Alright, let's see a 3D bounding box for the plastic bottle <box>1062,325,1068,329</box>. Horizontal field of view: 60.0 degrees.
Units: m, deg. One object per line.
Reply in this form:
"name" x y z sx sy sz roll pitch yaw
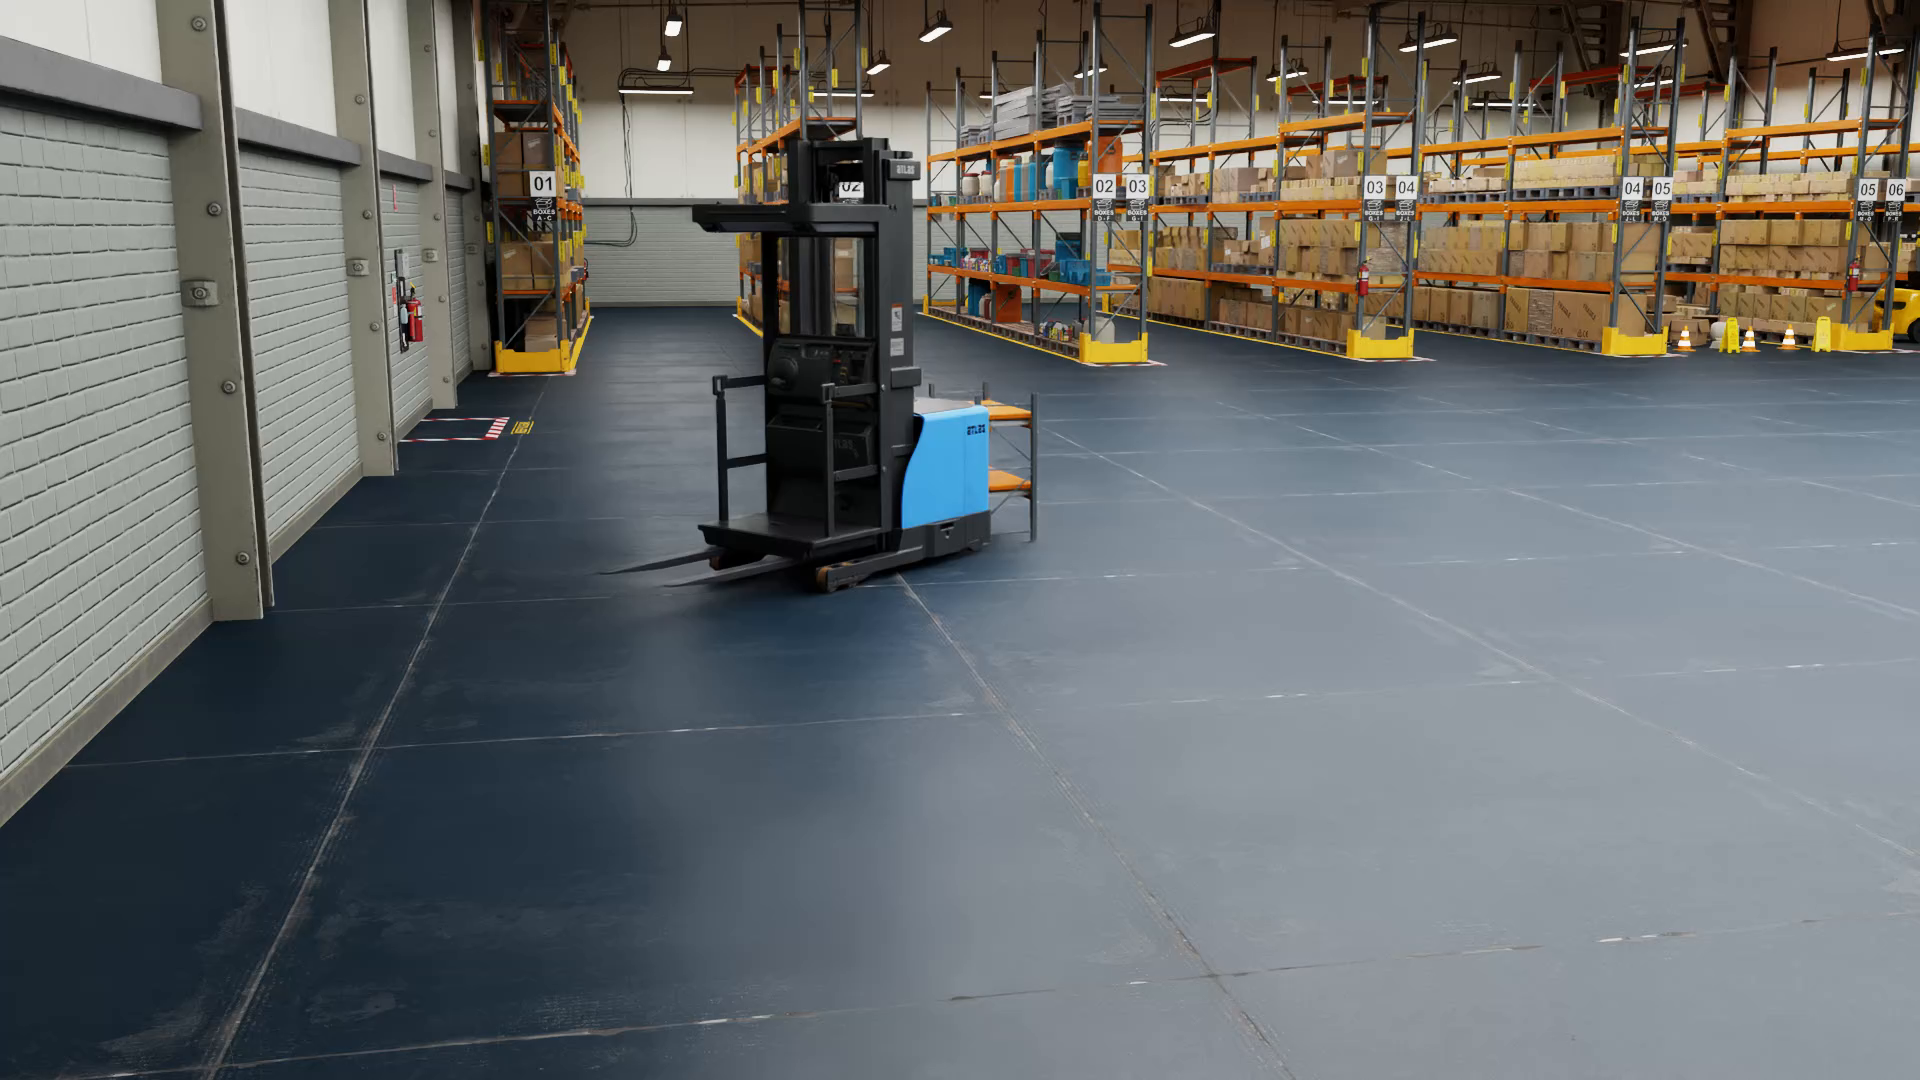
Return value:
"plastic bottle" 1.974 -3.933 31.444 0.152 0.276 0.135 -2 11 -11

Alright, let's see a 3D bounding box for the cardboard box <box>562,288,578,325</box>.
"cardboard box" -8.546 -4.984 35.483 0.750 0.750 0.750 -2 11 -12

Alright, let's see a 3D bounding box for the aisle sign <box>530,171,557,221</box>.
"aisle sign" -6.668 -5.501 26.624 0.394 0.787 0.004 -2 11 -11

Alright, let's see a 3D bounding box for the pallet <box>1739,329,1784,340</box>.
"pallet" 16.709 -4.369 35.086 1.003 0.211 1.213 -2 11 -11

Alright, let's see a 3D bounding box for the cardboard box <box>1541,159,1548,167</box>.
"cardboard box" 11.645 -7.393 32.645 0.380 0.149 0.250 -2 11 -10

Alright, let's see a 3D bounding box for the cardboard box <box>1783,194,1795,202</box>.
"cardboard box" 16.635 -6.813 33.117 0.380 0.149 0.250 -2 11 -12

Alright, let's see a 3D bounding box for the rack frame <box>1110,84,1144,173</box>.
"rack frame" 4.489 -10.648 44.575 1.000 3.000 0.127 -2 11 -11

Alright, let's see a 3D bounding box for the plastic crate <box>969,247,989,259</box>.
"plastic crate" 0.481 -7.021 41.232 0.402 0.464 0.583 -2 11 -11

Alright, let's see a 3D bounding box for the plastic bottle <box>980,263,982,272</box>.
"plastic bottle" 0.507 -6.204 37.801 0.097 0.201 0.097 0 11 0

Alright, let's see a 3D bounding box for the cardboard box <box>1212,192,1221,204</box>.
"cardboard box" 5.886 -7.538 36.659 0.500 0.250 0.500 -2 11 -10

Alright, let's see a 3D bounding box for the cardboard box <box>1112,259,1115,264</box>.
"cardboard box" 4.285 -7.454 44.507 0.380 0.149 0.250 -2 11 -12

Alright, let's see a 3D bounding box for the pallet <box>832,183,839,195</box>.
"pallet" -2.230 -5.968 28.243 1.003 0.211 1.213 -2 11 -11

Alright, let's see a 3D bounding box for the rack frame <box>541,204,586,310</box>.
"rack frame" -10.088 -7.161 42.297 1.000 3.000 0.127 -2 11 -11

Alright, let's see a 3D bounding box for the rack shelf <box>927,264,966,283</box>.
"rack shelf" 0.019 -6.801 42.330 1.077 0.370 4.000 -2 11 -11

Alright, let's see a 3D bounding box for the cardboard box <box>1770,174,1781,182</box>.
"cardboard box" 16.591 -7.296 33.524 0.380 0.149 0.250 -2 11 -12

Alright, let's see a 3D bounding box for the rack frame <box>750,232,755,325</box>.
"rack frame" -4.451 -6.608 39.392 1.000 3.000 0.127 -2 11 -11

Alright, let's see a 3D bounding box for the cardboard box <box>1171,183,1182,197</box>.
"cardboard box" 5.392 -8.399 39.896 0.500 0.311 0.500 -3 11 -13

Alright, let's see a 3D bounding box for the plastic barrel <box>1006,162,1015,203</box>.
"plastic barrel" 1.260 -7.460 34.697 0.600 0.830 0.708 -2 11 -11

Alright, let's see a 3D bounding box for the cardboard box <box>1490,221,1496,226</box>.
"cardboard box" 14.429 -8.469 44.491 0.380 0.149 0.250 -2 11 -12

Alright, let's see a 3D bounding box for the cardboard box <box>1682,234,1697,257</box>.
"cardboard box" 16.131 -6.430 36.269 0.500 0.500 0.500 -2 11 -11

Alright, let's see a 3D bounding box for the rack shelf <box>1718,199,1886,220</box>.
"rack shelf" 16.932 -6.614 33.326 1.077 0.370 4.000 -2 11 -11

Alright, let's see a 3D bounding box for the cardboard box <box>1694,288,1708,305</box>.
"cardboard box" 19.729 -6.391 43.812 0.500 0.500 0.500 -2 11 -9

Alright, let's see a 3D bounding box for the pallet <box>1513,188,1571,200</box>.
"pallet" 11.856 -6.942 33.360 1.003 0.211 1.213 -2 11 -11

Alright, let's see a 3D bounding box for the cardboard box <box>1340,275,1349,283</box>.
"cardboard box" 7.195 -4.778 30.449 0.380 0.149 0.250 -2 11 -11

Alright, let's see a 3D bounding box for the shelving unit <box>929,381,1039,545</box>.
"shelving unit" 0.169 -0.619 12.941 0.538 1.125 1.048 -4 11 -20

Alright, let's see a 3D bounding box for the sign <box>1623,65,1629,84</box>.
"sign" 11.950 -8.356 29.823 0.100 0.325 0.005 -2 11 -11

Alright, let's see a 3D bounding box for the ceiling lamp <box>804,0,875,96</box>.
"ceiling lamp" -3.297 -13.739 45.201 2.000 3.185 0.800 -2 11 -11

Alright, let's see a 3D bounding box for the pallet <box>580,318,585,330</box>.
"pallet" -9.086 -4.919 37.974 1.003 0.211 1.213 -2 11 -11

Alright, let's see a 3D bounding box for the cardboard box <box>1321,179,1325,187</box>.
"cardboard box" 6.987 -6.693 31.151 0.380 0.149 0.250 -3 11 -14

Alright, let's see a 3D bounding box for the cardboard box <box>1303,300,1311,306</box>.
"cardboard box" 9.396 -6.328 44.421 0.380 0.149 0.250 -3 11 -14

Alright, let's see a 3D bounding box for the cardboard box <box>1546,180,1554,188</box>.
"cardboard box" 11.694 -6.955 32.475 0.380 0.149 0.250 -2 11 -11

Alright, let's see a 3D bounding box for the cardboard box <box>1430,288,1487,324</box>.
"cardboard box" 11.133 -5.222 37.003 1.050 0.750 0.750 -2 11 -10

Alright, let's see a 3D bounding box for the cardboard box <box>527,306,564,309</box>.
"cardboard box" -8.354 -4.453 33.578 0.700 0.500 0.500 -2 11 -11

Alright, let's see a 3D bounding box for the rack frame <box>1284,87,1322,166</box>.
"rack frame" 9.373 -10.810 45.425 1.000 3.000 0.127 -2 11 -11

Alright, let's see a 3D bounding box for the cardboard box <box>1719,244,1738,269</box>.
"cardboard box" 16.355 -5.965 34.952 0.500 0.500 0.500 -2 11 -11

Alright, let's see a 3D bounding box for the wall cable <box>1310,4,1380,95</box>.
"wall cable" 11.799 -15.245 51.076 2.355 3.000 0.029 -2 11 -11

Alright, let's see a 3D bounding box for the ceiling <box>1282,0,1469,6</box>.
"ceiling" 13.243 -15.908 48.143 6.000 0.001 6.000 -2 11 -11

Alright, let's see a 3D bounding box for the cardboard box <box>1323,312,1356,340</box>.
"cardboard box" 7.242 -4.084 31.694 0.500 0.500 0.500 -1 11 -6

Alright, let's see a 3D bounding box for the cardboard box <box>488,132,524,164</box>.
"cardboard box" -7.316 -6.320 26.859 0.500 0.500 0.500 -2 11 -8

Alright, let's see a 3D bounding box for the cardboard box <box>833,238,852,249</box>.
"cardboard box" -2.206 -5.189 28.202 0.700 0.500 0.500 -2 11 -11

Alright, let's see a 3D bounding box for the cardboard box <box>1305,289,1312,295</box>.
"cardboard box" 9.417 -6.612 44.324 0.380 0.149 0.250 -2 11 -10

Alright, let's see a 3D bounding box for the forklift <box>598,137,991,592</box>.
"forklift" -1.079 -1.203 11.177 1.130 2.935 3.031 8 14 37

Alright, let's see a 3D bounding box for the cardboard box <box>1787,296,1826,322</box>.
"cardboard box" 16.805 -4.584 32.984 0.500 0.500 0.500 -2 11 -9

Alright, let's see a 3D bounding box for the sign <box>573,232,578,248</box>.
"sign" -8.001 -6.245 34.600 0.100 0.325 0.005 -2 11 -11

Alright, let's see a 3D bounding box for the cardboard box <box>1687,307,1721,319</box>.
"cardboard box" 16.439 -4.872 36.177 0.950 0.372 0.625 -2 11 -10

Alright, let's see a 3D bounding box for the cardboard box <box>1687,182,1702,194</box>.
"cardboard box" 16.194 -7.662 36.184 0.500 0.250 0.500 -2 11 -10

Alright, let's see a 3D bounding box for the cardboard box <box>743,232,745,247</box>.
"cardboard box" -5.100 -7.510 41.191 0.500 0.500 0.500 -2 11 -12

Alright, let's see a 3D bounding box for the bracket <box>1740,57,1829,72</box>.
"bracket" 20.841 -11.820 41.106 0.076 0.066 4.783 -2 11 -11

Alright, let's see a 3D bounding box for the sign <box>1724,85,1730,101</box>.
"sign" 16.000 -9.323 34.691 0.100 0.325 0.005 -2 11 -11

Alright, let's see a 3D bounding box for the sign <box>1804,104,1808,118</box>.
"sign" 20.103 -10.199 39.504 0.100 0.325 0.005 -2 11 -11

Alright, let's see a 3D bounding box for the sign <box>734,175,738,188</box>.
"sign" -5.762 -9.225 42.781 0.100 0.325 0.005 -2 11 -11

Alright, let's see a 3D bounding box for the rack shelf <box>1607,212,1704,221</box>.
"rack shelf" 19.466 -8.996 45.841 1.077 0.370 4.000 -2 11 -11

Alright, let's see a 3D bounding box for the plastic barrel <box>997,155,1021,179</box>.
"plastic barrel" 1.079 -8.049 36.668 0.600 0.830 0.708 -2 11 -11

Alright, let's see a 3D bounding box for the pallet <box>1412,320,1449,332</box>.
"pallet" 11.009 -4.879 37.764 1.003 0.211 1.213 -2 11 -11
